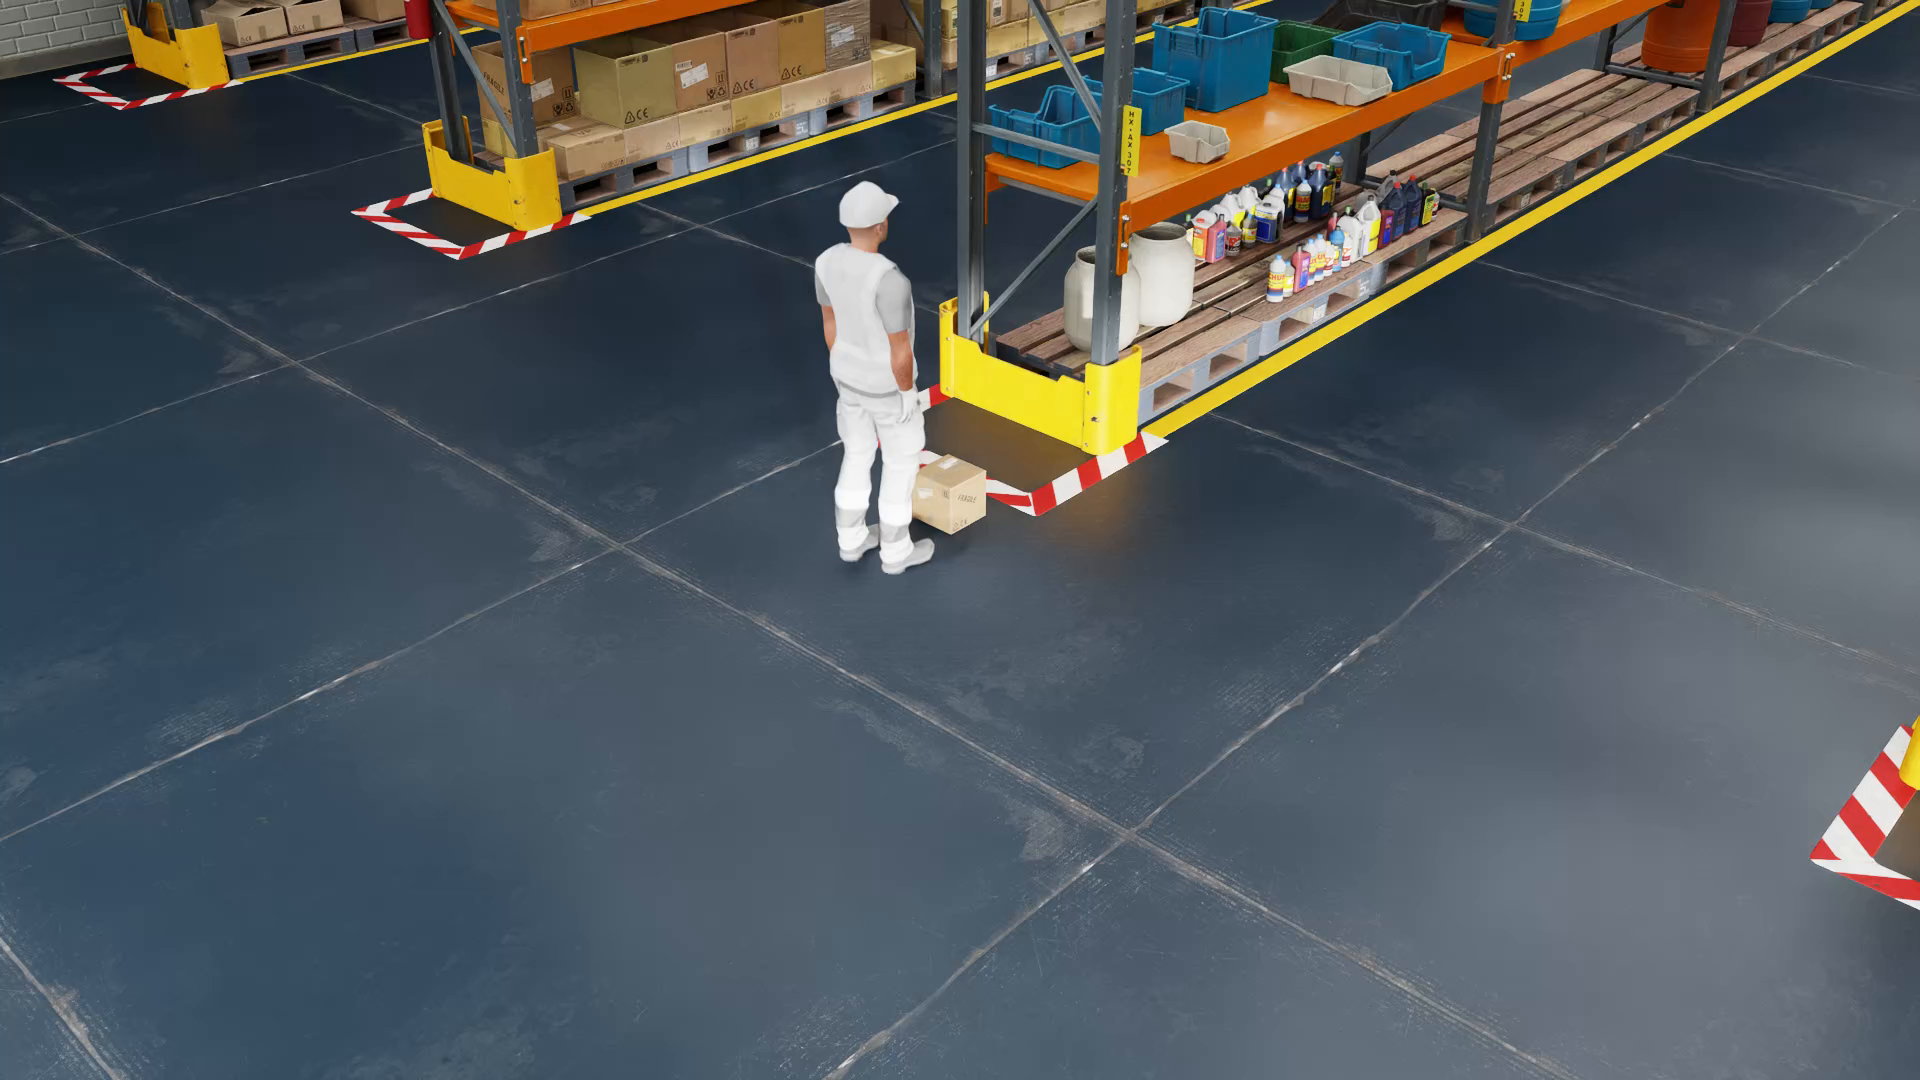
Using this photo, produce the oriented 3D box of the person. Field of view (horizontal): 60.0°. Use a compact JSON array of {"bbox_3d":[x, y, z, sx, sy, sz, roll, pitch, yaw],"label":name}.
[{"bbox_3d":[-0.365,-0.706,7.283,0.524,1.788,0.367,26,40,36],"label":"person"}]
